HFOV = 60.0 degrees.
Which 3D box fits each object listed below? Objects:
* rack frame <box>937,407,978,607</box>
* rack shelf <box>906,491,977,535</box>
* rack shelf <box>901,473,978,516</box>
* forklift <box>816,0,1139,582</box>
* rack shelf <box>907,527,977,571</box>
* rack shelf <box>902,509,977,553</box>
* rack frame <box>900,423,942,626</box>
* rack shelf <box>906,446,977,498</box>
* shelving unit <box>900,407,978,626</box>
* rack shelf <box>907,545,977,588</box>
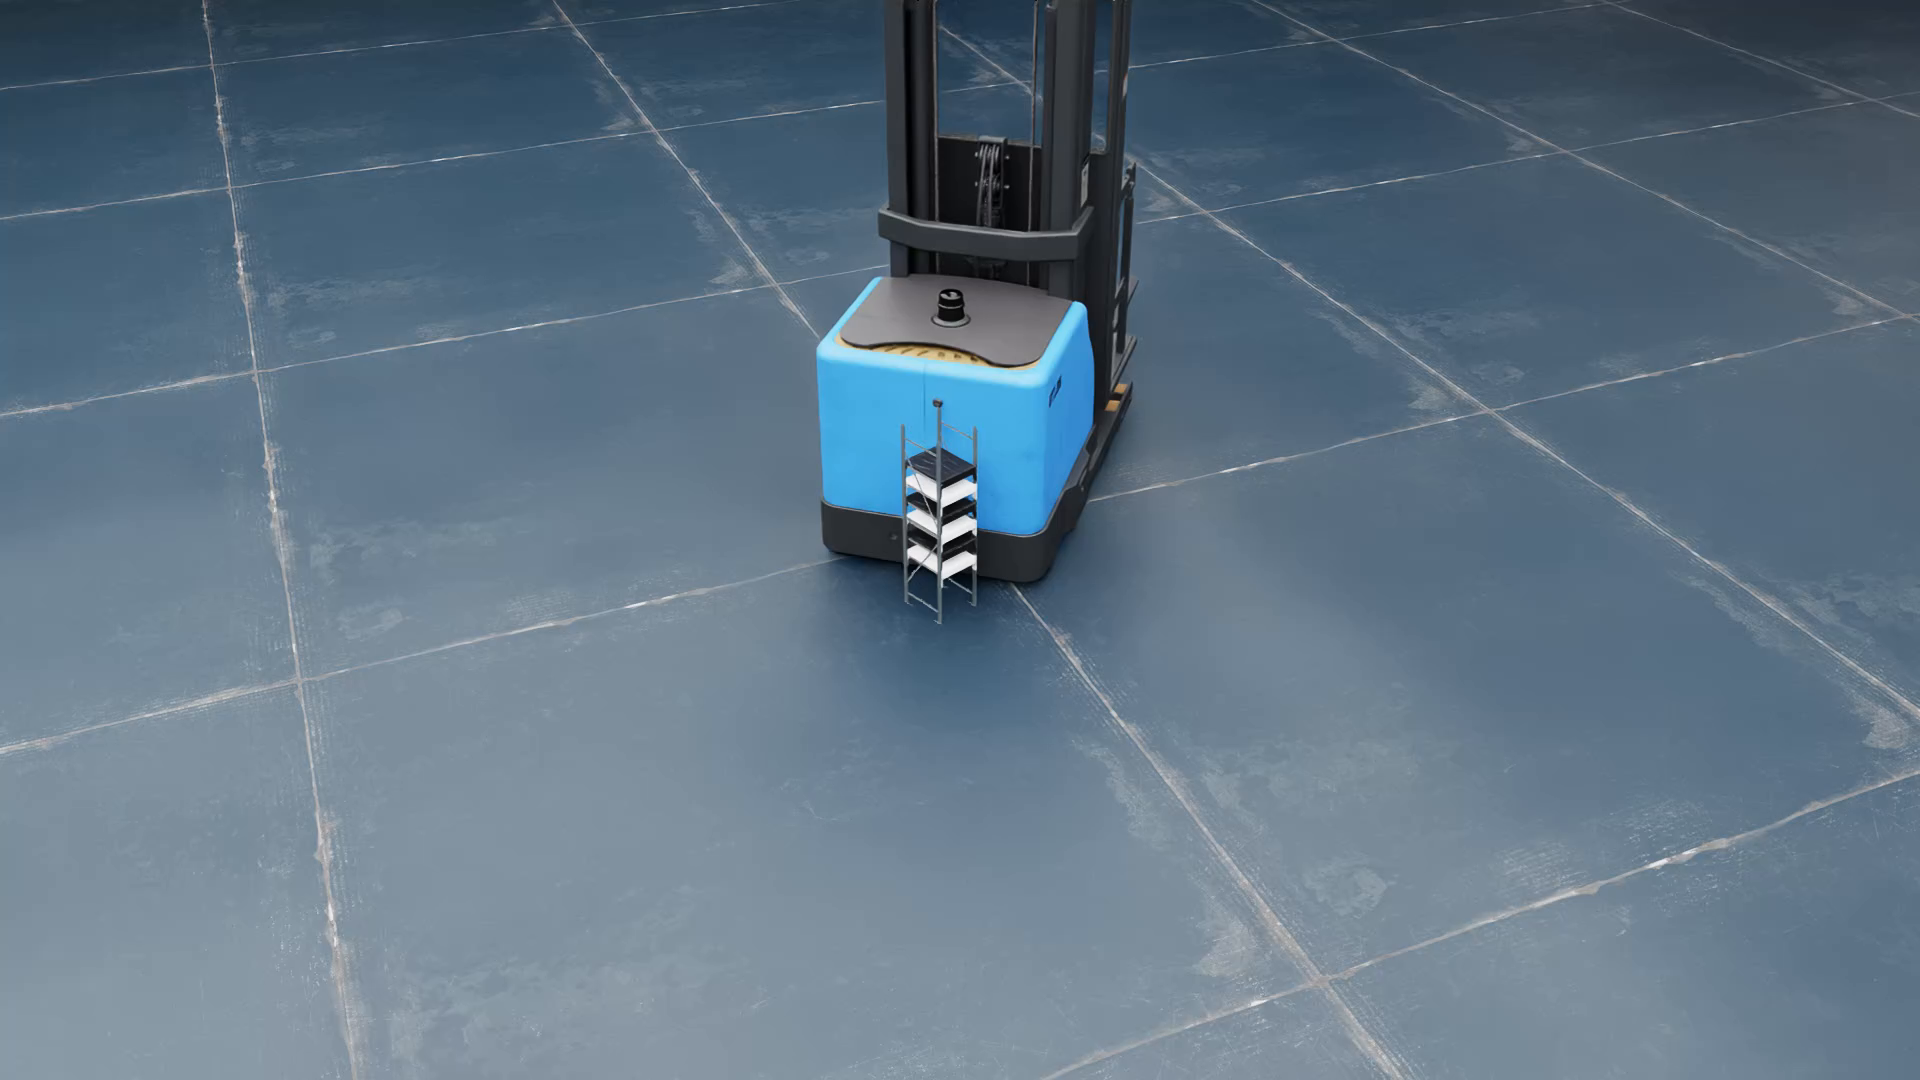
[{"bbox_3d":[-0.012,-0.130,7.125,0.006,0.900,0.240,-27,42,-35],"label":"rack frame"},{"bbox_3d":[-0.087,-0.140,7.036,0.200,0.077,0.258,-27,42,-35],"label":"rack shelf"},{"bbox_3d":[-0.087,-0.215,6.987,0.200,0.077,0.258,-27,42,-35],"label":"rack shelf"},{"bbox_3d":[0.280,-1.840,7.891,1.130,2.935,3.031,9,34,14],"label":"forklift"},{"bbox_3d":[-0.087,0.011,7.134,0.200,0.077,0.258,-27,42,-35],"label":"rack shelf"},{"bbox_3d":[-0.087,-0.064,7.085,0.200,0.077,0.258,-27,42,-35],"label":"rack shelf"},{"bbox_3d":[-0.161,-0.054,7.009,0.006,0.900,0.240,-27,42,-35],"label":"rack frame"},{"bbox_3d":[-0.087,-0.291,6.938,0.200,0.077,0.258,-27,42,-35],"label":"rack shelf"},{"bbox_3d":[-0.087,-0.092,7.067,0.210,0.900,0.258,-27,42,-35],"label":"shelving unit"},{"bbox_3d":[-0.087,0.087,7.183,0.200,0.077,0.258,-27,42,-35],"label":"rack shelf"}]
